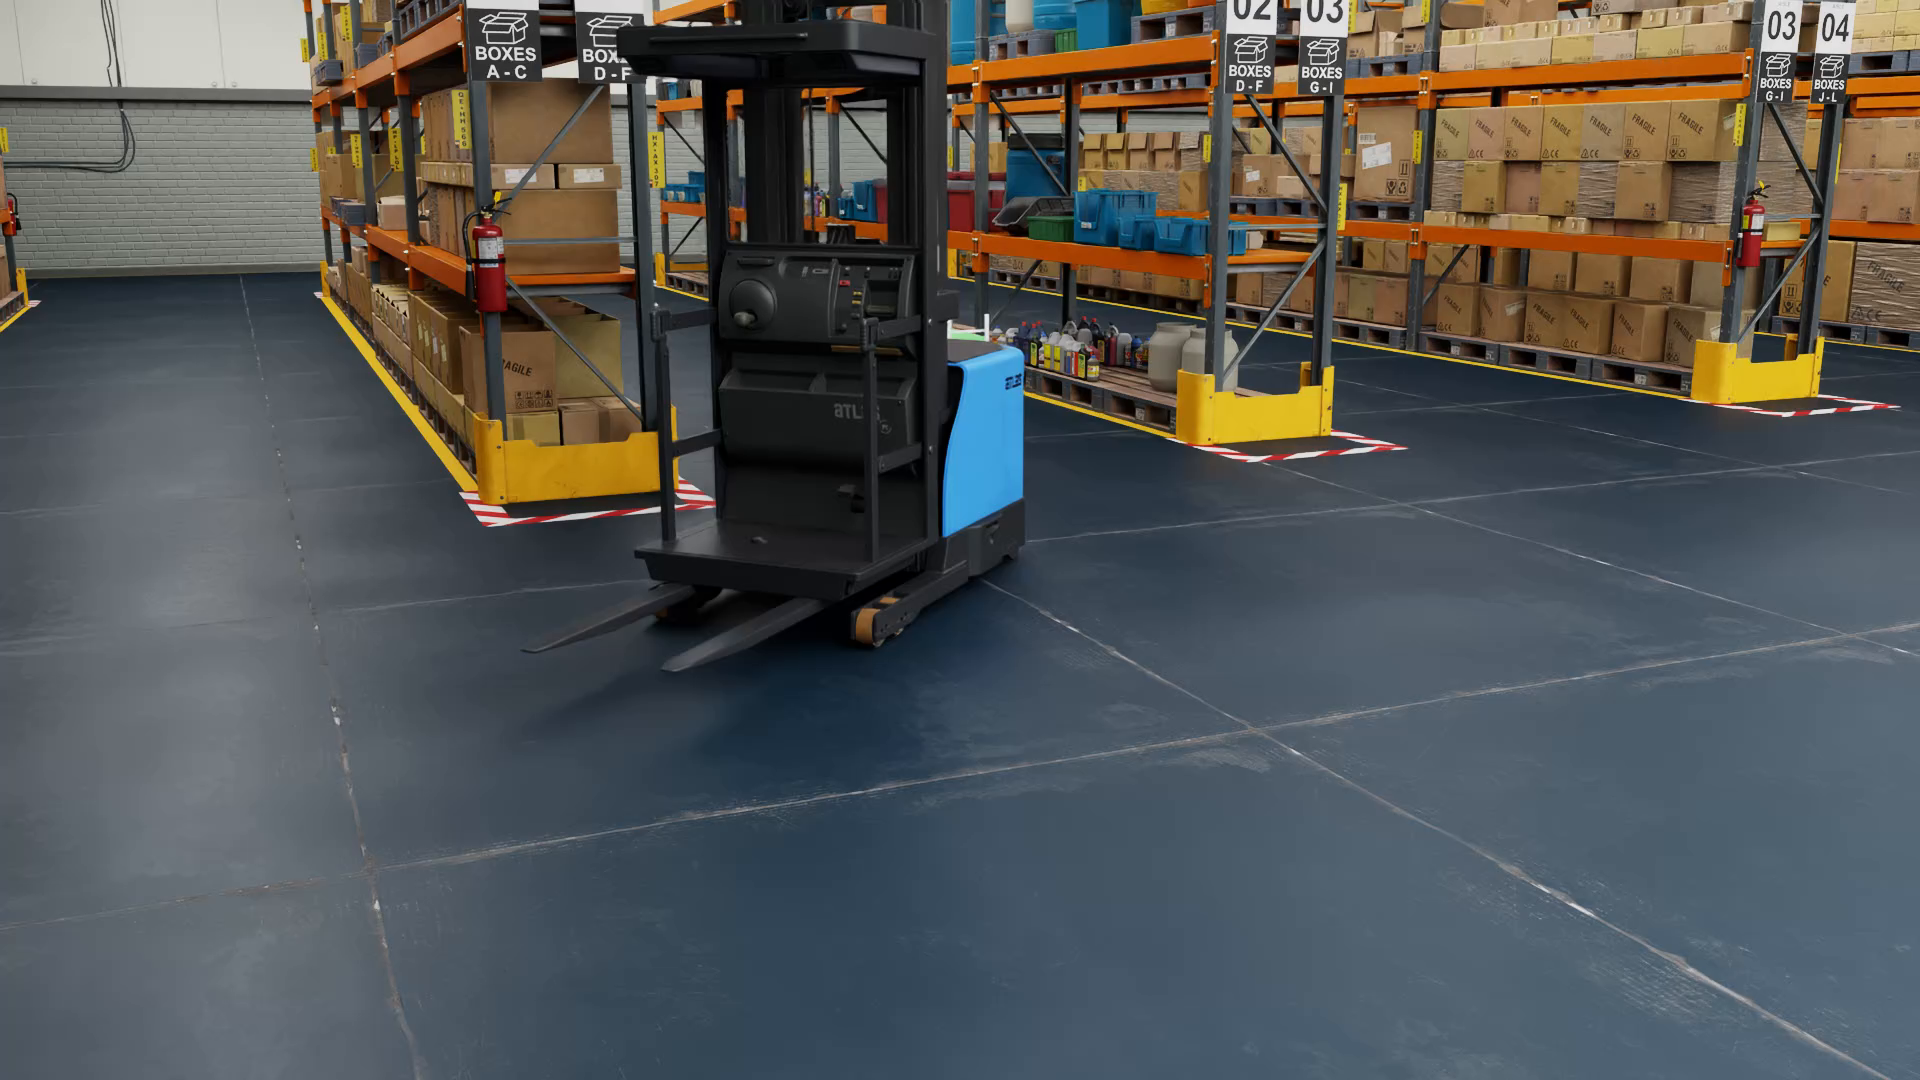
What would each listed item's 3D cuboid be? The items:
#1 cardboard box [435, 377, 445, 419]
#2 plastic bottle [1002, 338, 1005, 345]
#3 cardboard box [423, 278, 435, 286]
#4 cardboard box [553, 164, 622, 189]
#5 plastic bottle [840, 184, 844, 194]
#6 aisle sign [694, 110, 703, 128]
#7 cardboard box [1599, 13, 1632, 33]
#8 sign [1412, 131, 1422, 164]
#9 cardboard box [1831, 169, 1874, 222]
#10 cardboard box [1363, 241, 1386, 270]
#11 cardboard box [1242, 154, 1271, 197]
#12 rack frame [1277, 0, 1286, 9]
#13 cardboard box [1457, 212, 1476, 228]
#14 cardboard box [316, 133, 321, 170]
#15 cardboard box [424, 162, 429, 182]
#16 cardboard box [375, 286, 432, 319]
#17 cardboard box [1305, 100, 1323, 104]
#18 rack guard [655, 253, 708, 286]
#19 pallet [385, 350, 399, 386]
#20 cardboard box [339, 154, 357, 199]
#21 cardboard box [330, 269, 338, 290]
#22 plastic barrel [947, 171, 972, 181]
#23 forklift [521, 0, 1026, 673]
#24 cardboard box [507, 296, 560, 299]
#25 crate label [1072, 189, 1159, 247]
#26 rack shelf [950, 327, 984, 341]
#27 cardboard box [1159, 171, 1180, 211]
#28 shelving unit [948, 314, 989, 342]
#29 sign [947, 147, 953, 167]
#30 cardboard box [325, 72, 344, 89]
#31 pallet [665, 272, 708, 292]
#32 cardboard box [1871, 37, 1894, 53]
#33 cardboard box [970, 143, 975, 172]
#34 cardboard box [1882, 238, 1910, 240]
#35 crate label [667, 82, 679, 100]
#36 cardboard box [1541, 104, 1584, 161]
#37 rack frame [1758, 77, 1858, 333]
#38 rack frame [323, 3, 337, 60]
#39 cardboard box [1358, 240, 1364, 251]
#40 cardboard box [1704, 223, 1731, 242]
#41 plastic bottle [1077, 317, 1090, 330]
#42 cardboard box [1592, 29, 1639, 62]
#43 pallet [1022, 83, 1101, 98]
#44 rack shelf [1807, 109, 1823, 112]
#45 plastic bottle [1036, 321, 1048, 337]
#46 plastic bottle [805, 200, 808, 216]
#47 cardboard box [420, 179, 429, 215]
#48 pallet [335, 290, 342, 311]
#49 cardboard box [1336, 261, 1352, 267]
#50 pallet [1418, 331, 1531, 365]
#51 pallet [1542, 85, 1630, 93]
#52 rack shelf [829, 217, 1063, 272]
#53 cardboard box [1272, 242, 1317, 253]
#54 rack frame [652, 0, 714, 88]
[{"bbox_3d":[-3.421,-1.014,11.767,0.500,0.250,0.500,-6,14,-23],"label":"cardboard box"},{"bbox_3d":[0.422,-1.733,14.936,0.097,0.201,0.097,0,13,0],"label":"plastic bottle"},{"bbox_3d":[-5.449,-2.526,17.698,0.500,0.500,0.500,-5,14,-21],"label":"cardboard box"},{"bbox_3d":[-2.284,-2.222,10.157,0.380,0.149,0.250,-6,14,-23],"label":"cardboard box"},{"bbox_3d":[-1.481,-4.270,20.778,0.144,0.351,0.185,-6,14,-23],"label":"plastic bottle"},{"bbox_3d":[-3.953,-6.817,25.905,0.394,0.787,0.004,-6,14,-23],"label":"aisle sign"},{"bbox_3d":[5.843,-4.532,14.594,0.380,0.149,0.250,-6,15,-26],"label":"cardboard box"},{"bbox_3d":[4.645,-3.990,16.890,0.100,0.325,0.005,-6,14,-23],"label":"sign"},{"bbox_3d":[10.137,-3.790,18.262,0.875,0.550,0.550,-6,14,-23],"label":"cardboard box"},{"bbox_3d":[6.586,-4.367,25.699,0.500,0.500,0.500,-5,14,-21],"label":"cardboard box"},{"bbox_3d":[3.803,-4.449,20.286,0.500,0.500,0.500,-8,15,-30],"label":"cardboard box"},{"bbox_3d":[3.550,-7.226,20.135,1.000,3.000,0.127,-6,14,-23],"label":"rack frame"},{"bbox_3d":[5.177,-3.181,16.519,0.380,0.149,0.250,-6,14,-23],"label":"cardboard box"},{"bbox_3d":[-8.797,-5.483,23.467,0.500,0.500,0.500,-5,14,-21],"label":"cardboard box"},{"bbox_3d":[-3.895,-2.823,12.754,0.380,0.149,0.250,-5,14,-22],"label":"cardboard box"},{"bbox_3d":[-5.369,-2.305,16.100,0.500,0.311,0.500,-6,14,-24],"label":"cardboard box"},{"bbox_3d":[5.899,-7.126,26.689,0.500,0.250,0.500,-6,14,-23],"label":"cardboard box"},{"bbox_3d":[-4.214,-4.295,26.318,1.175,0.500,0.348,-6,14,-23],"label":"rack guard"},{"bbox_3d":[-4.749,-1.626,15.425,1.003,0.211,1.213,-6,14,-23],"label":"pallet"},{"bbox_3d":[-6.812,-4.235,19.361,0.700,0.500,0.500,-3,13,-14],"label":"cardboard box"},{"bbox_3d":[-8.374,-3.592,22.861,0.500,0.250,0.500,-6,14,-23],"label":"cardboard box"},{"bbox_3d":[-0.035,-3.554,17.273,0.433,0.535,0.433,0,13,0],"label":"plastic barrel"},{"bbox_3d":[-0.715,-1.089,7.075,1.130,2.935,3.031,6,14,23],"label":"forklift"},{"bbox_3d":[-3.350,-1.633,12.776,0.500,0.500,0.500,-6,14,-23],"label":"cardboard box"},{"bbox_3d":[1.231,-2.576,13.270,0.502,0.435,0.616,-6,14,-23],"label":"crate label"},{"bbox_3d":[-0.062,-1.028,8.804,0.258,0.148,0.480,-6,14,-24],"label":"rack shelf"},{"bbox_3d":[2.931,-4.535,21.591,0.500,0.500,0.500,-6,14,-23],"label":"cardboard box"},{"bbox_3d":[-0.062,-0.622,8.898,0.258,1.200,0.503,-6,14,-24],"label":"shelving unit"},{"bbox_3d":[-0.166,-6.368,27.635,0.100,0.325,0.005,-6,14,-23],"label":"sign"},{"bbox_3d":[-7.569,-5.701,20.528,0.500,0.250,0.500,-6,14,-23],"label":"cardboard box"},{"bbox_3d":[-3.898,-3.976,25.583,1.003,0.211,1.213,-6,14,-23],"label":"pallet"},{"bbox_3d":[9.876,-5.234,17.582,0.380,0.149,0.250,-6,14,-24],"label":"cardboard box"},{"bbox_3d":[0.491,-6.167,26.871,0.500,0.500,0.500,-6,14,-24],"label":"cardboard box"},{"bbox_3d":[16.182,-5.020,28.520,0.500,0.500,0.500,-6,14,-25],"label":"cardboard box"},{"bbox_3d":[-4.119,-6.678,24.748,0.408,0.251,0.502,-6,14,-23],"label":"crate label"},{"bbox_3d":[5.712,-3.733,15.248,0.500,0.500,0.500,-6,14,-23],"label":"cardboard box"},{"bbox_3d":[9.737,-3.904,19.086,1.000,3.000,0.127,-6,14,-23],"label":"rack frame"},{"bbox_3d":[-7.131,-7.159,19.843,1.000,3.000,0.127,-6,14,-23],"label":"rack frame"},{"bbox_3d":[6.585,-4.752,26.823,0.380,0.149,0.250,-5,14,-21],"label":"cardboard box"},{"bbox_3d":[6.451,-2.568,13.872,0.380,0.149,0.250,-6,14,-23],"label":"cardboard box"},{"bbox_3d":[1.136,-1.846,15.094,0.144,0.351,0.185,-6,14,-24],"label":"plastic bottle"},{"bbox_3d":[5.928,-4.325,14.585,0.500,0.250,0.500,-5,14,-22],"label":"cardboard box"},{"bbox_3d":[1.630,-6.718,24.788,1.003,0.211,1.213,-6,14,-23],"label":"pallet"},{"bbox_3d":[11.829,-6.723,26.207,1.077,0.370,4.000,-6,14,-23],"label":"rack shelf"},{"bbox_3d":[0.689,-1.762,14.730,0.144,0.351,0.185,-6,14,-23],"label":"plastic bottle"},{"bbox_3d":[-1.780,-3.938,19.672,0.097,0.201,0.097,0,13,0],"label":"plastic bottle"},{"bbox_3d":[-4.430,-2.901,14.529,0.500,0.500,0.500,-5,14,-19],"label":"cardboard box"},{"bbox_3d":[-7.897,-3.272,22.538,1.003,0.211,1.213,-6,14,-23],"label":"pallet"},{"bbox_3d":[6.064,-4.423,26.718,0.380,0.149,0.250,-5,14,-22],"label":"cardboard box"},{"bbox_3d":[5.454,-1.983,16.969,1.003,0.211,1.213,-6,14,-23],"label":"pallet"},{"bbox_3d":[8.442,-5.972,21.786,1.213,0.211,1.003,-5,14,-20],"label":"pallet"},{"bbox_3d":[-0.187,-3.092,17.174,1.077,0.370,4.000,-6,14,-23],"label":"rack shelf"},{"bbox_3d":[4.068,-3.421,19.903,0.500,0.250,0.500,-4,14,-17],"label":"cardboard box"},{"bbox_3d":[-4.193,-8.432,25.343,1.000,3.000,0.127,-6,14,-23],"label":"rack frame"}]
